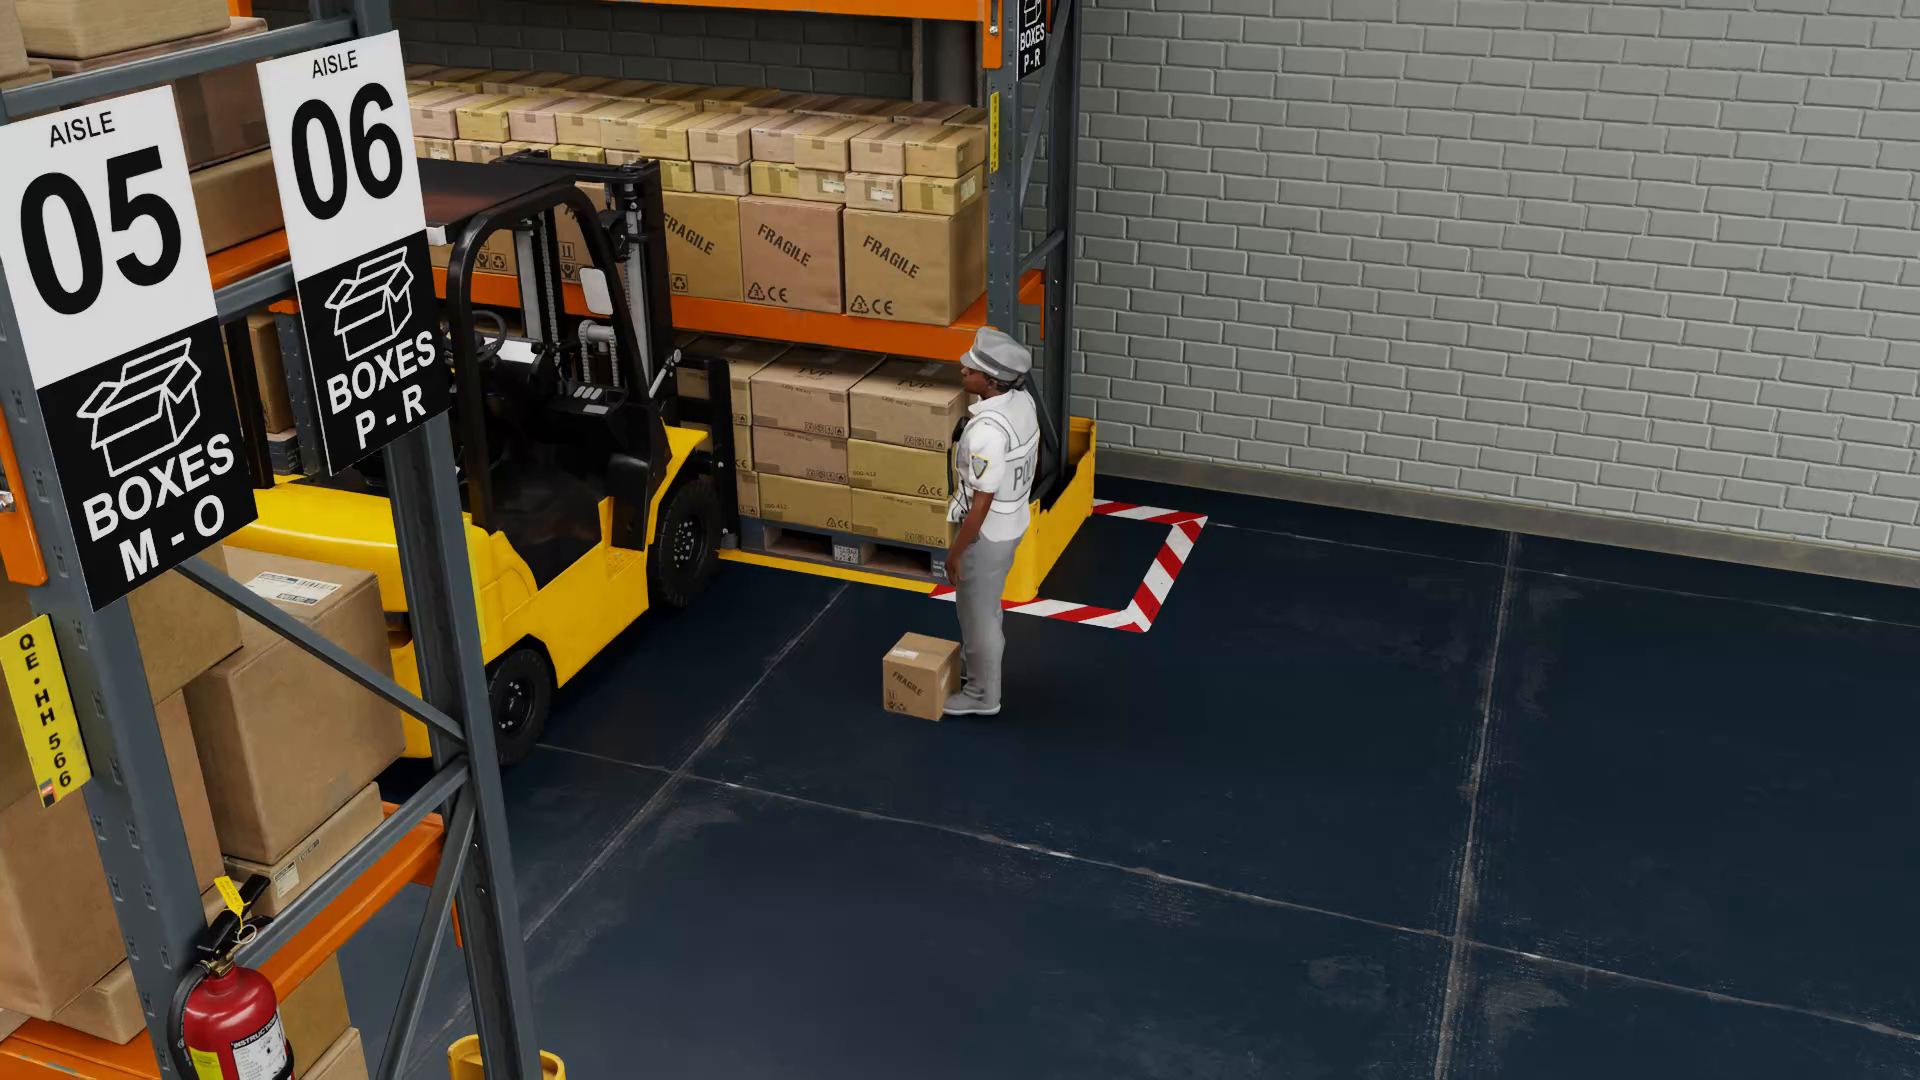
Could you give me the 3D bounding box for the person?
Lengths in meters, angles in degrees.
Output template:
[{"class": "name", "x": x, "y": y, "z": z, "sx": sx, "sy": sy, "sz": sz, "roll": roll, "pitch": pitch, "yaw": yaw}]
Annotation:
[{"class": "person", "x": 0.045, "y": -0.064, "z": 6.685, "sx": 0.530, "sy": 1.695, "sz": 0.569, "roll": 9, "pitch": 27, "yaw": 18}]
